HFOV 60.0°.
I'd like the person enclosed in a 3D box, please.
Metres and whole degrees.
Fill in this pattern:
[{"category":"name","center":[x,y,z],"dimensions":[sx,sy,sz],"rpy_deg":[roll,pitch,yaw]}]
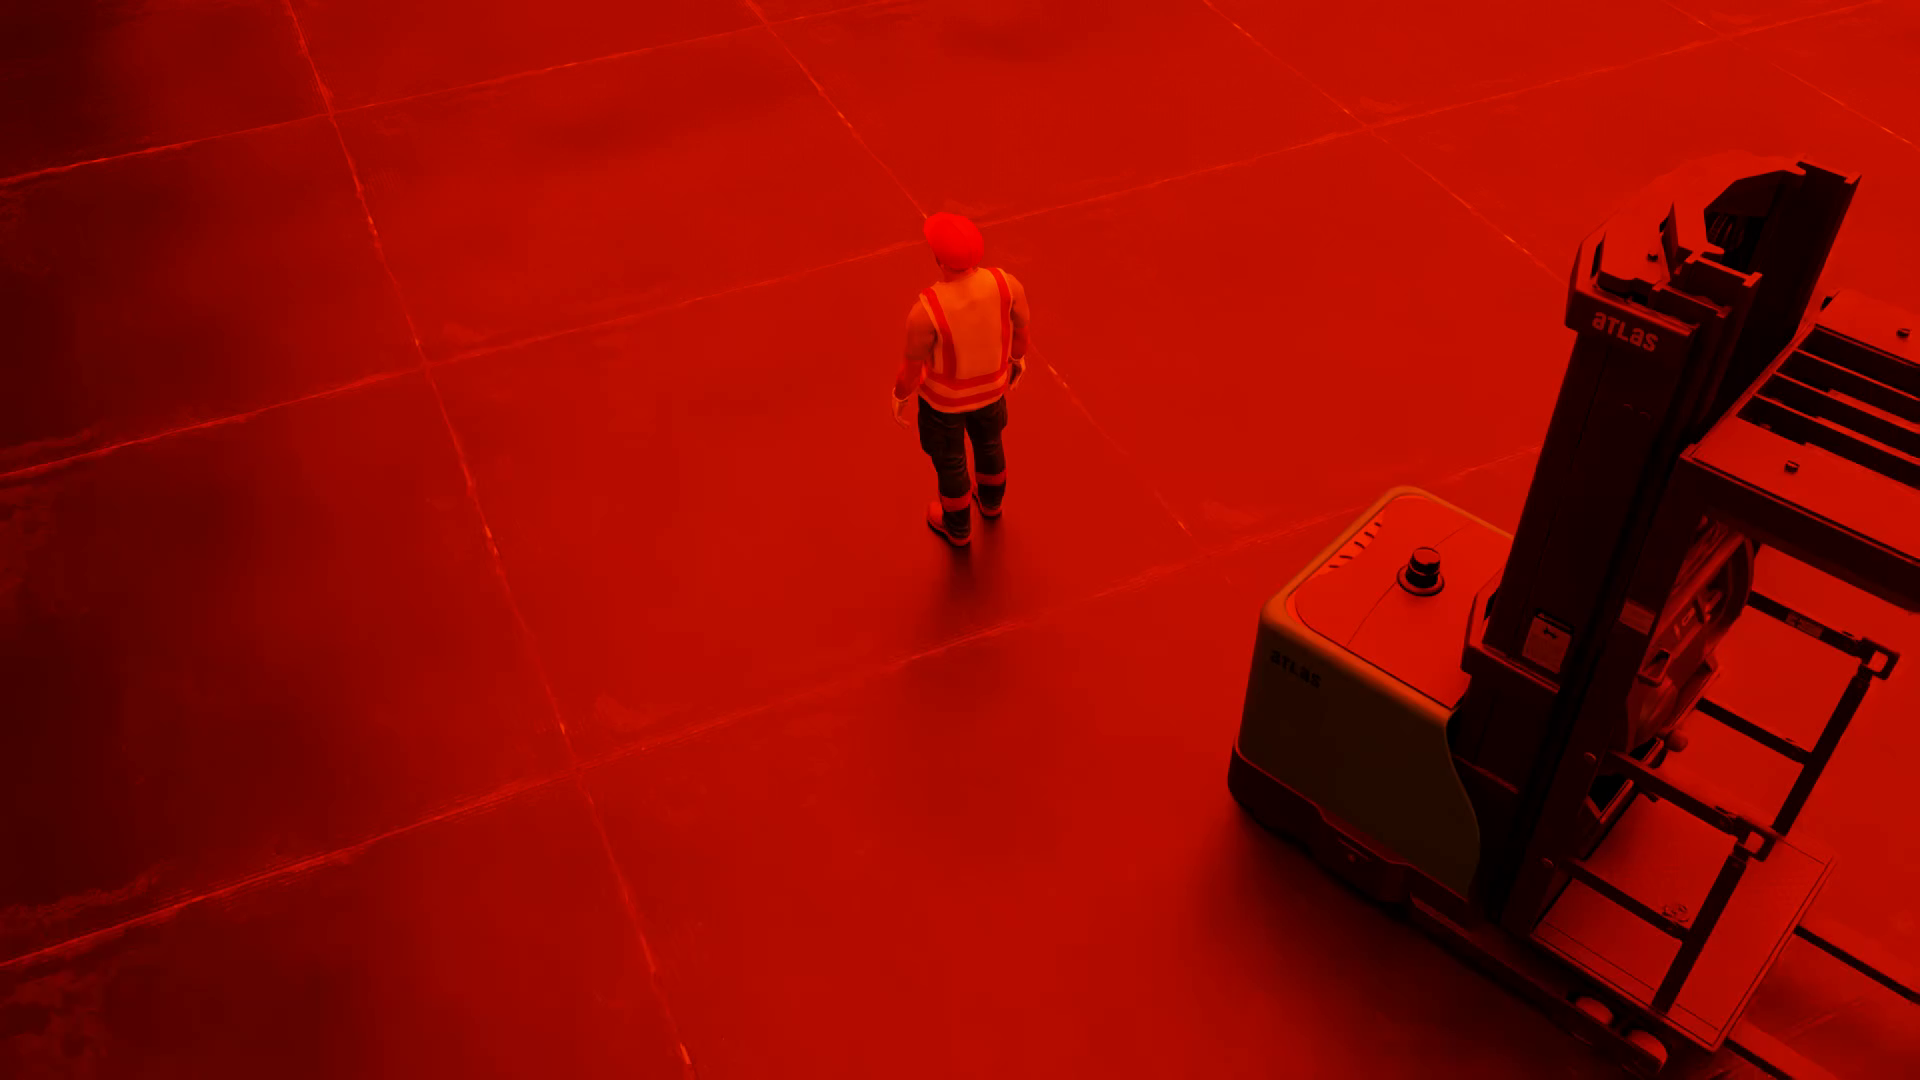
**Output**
[{"category":"person","center":[-0.022,-0.713,7.270],"dimensions":[0.637,1.787,0.564],"rpy_deg":[-18,46,-18]}]

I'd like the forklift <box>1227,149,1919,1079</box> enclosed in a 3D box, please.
[{"category":"forklift","center":[2.502,0.395,5.257],"dimensions":[3.031,2.935,1.130],"rpy_deg":[32,52,29]}]
